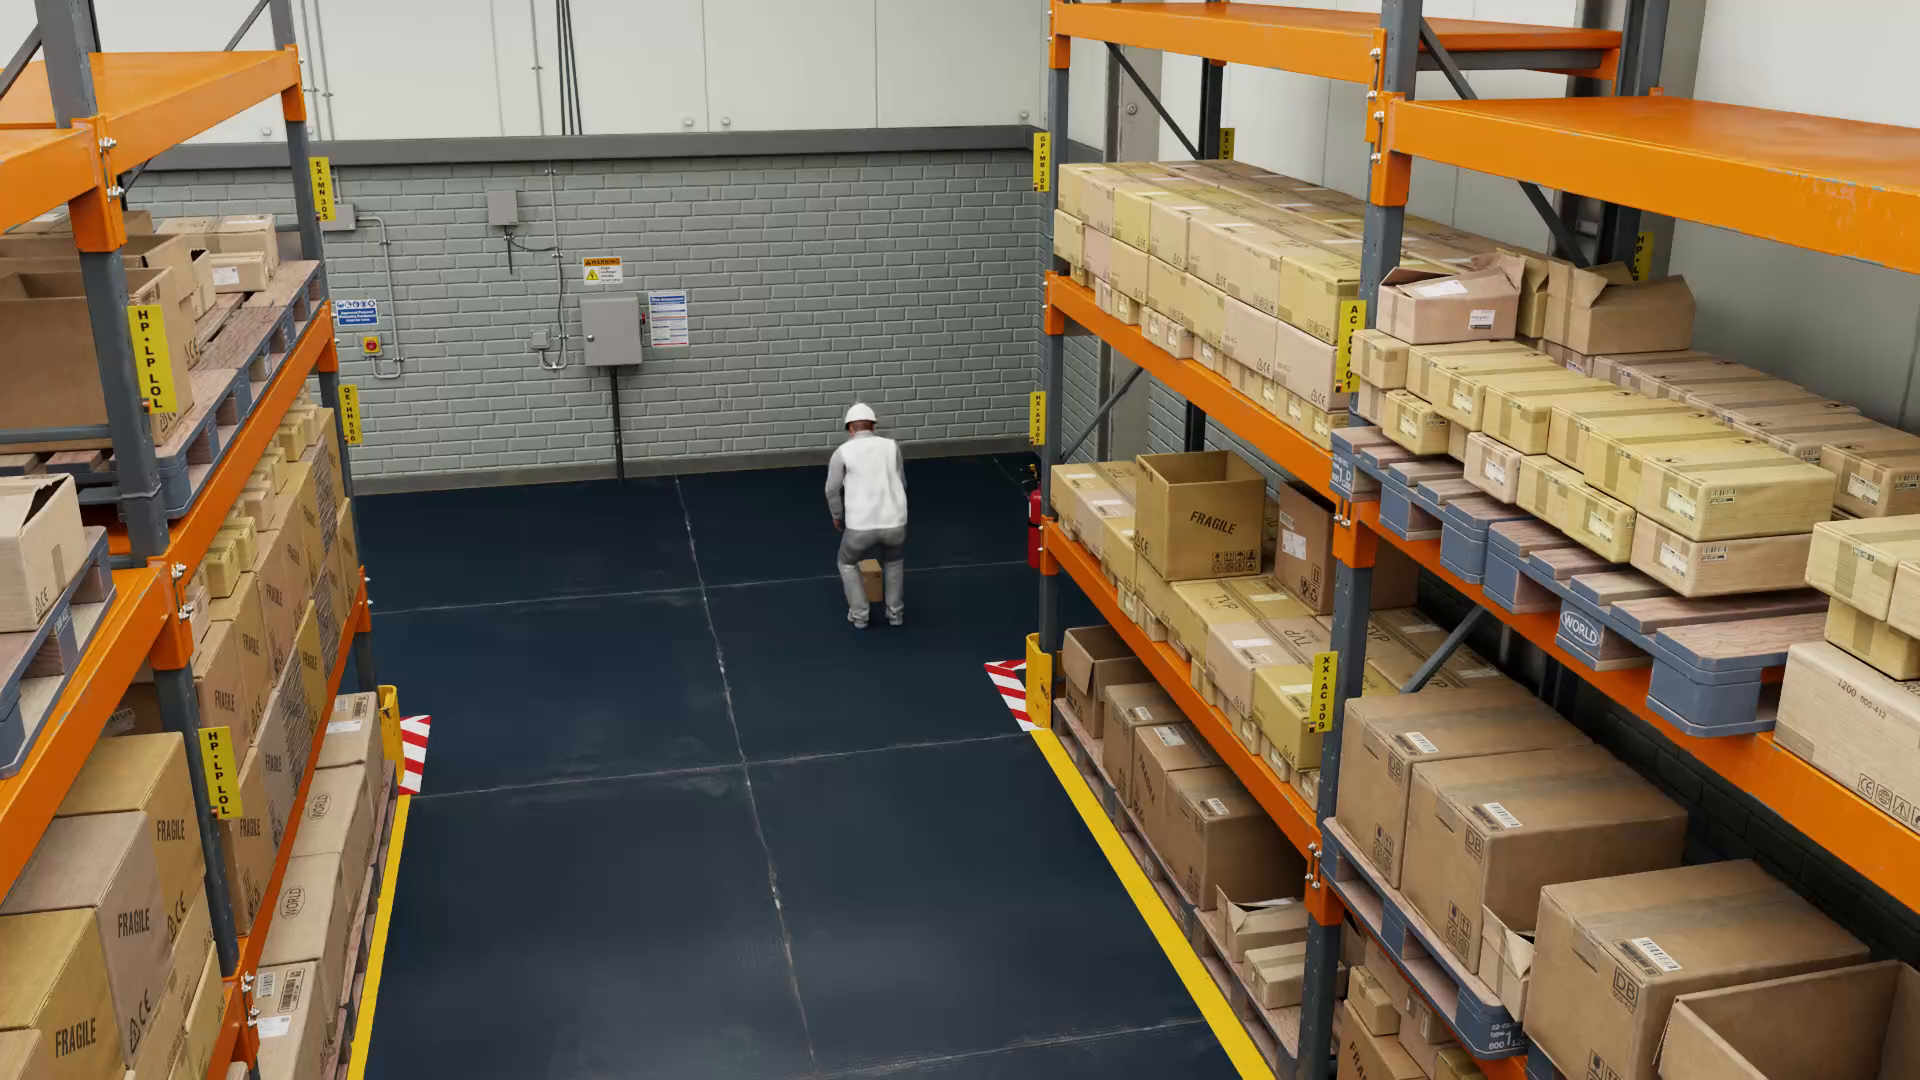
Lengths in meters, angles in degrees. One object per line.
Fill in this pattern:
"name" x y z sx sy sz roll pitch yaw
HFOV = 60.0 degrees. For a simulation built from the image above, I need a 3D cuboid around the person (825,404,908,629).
"person" -0.655 -0.158 11.811 0.588 1.559 0.671 -4 20 -12
